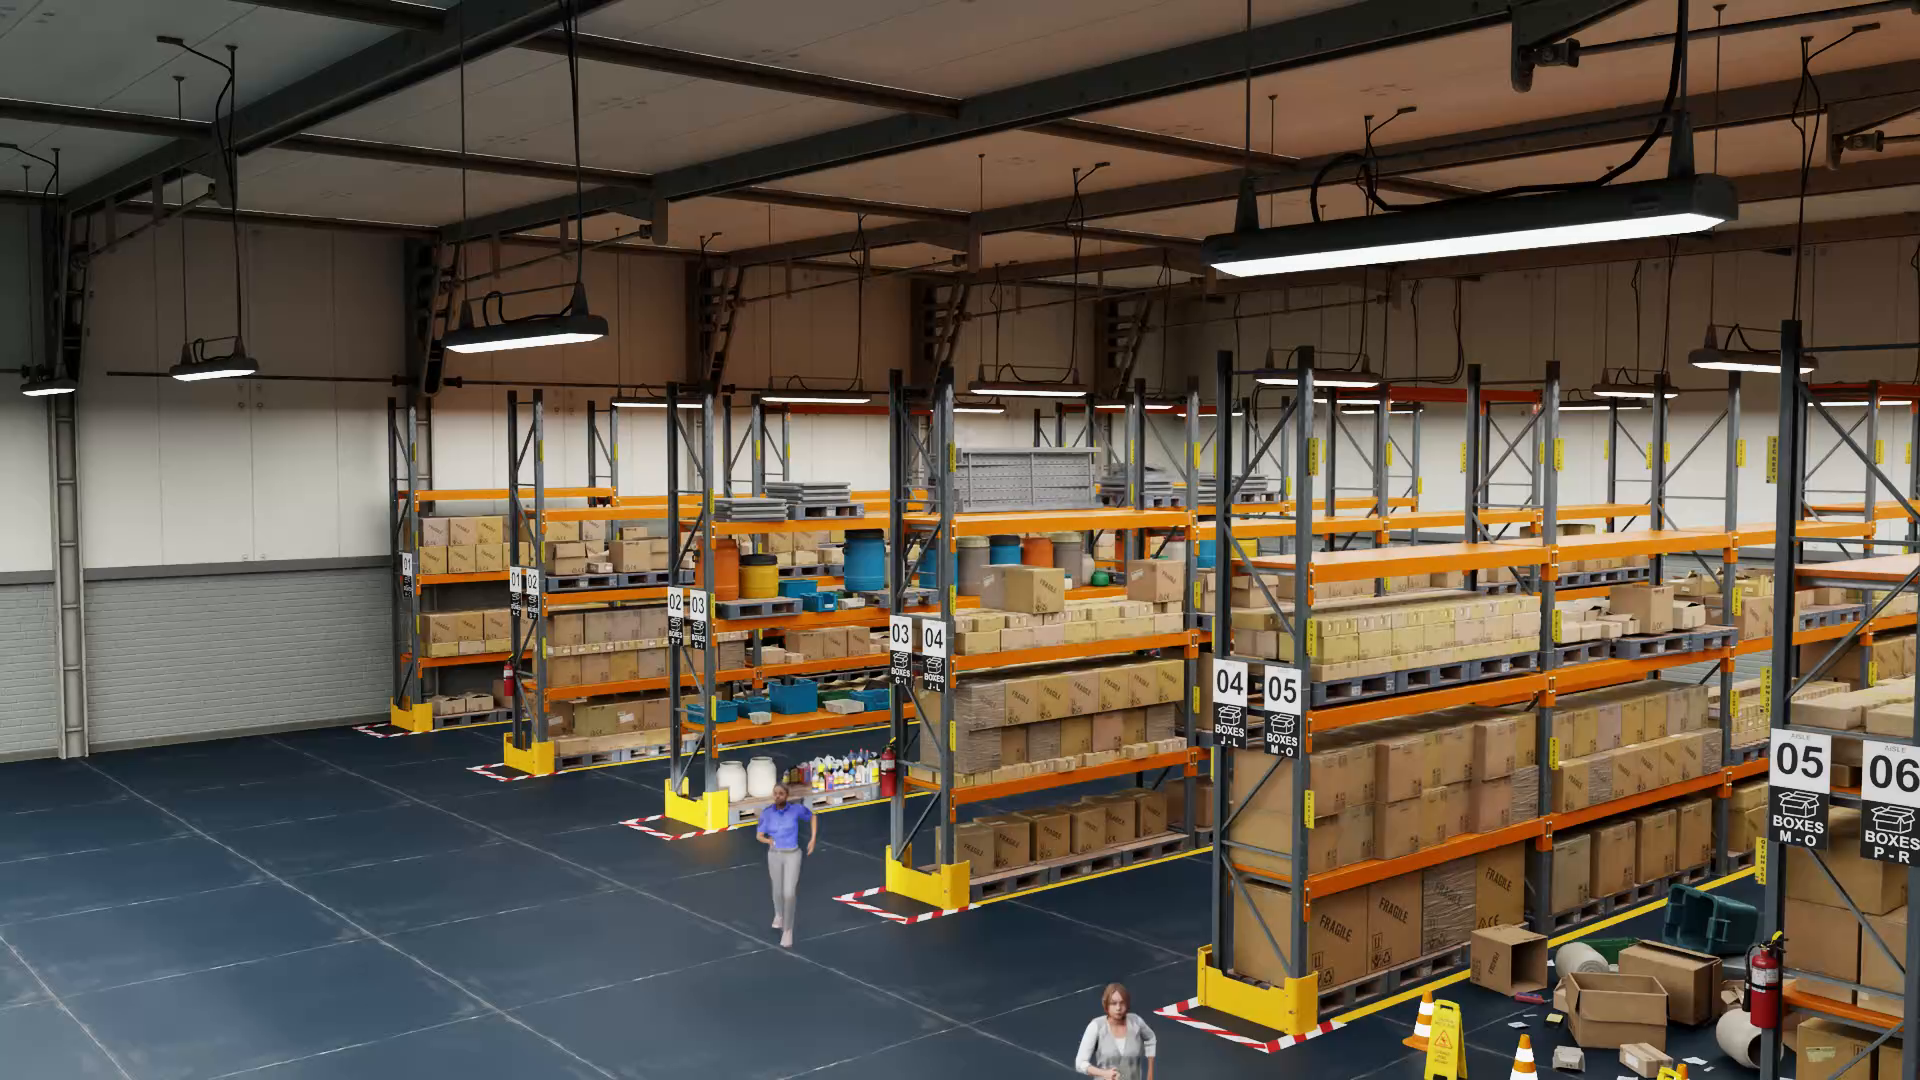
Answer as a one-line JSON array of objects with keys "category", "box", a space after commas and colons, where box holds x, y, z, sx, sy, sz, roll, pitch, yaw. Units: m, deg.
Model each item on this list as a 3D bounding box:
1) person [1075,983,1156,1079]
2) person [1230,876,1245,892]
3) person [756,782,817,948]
[{"category": "person", "box": [1.031, 3.721, 10.950, 0.558, 1.651, 0.717, 0, 3, 0]}, {"category": "person", "box": [3.103, 3.253, 17.508, 0.655, 1.803, 0.721, 3, 4, 37]}, {"category": "person", "box": [-1.803, 3.338, 17.254, 0.586, 1.693, 0.879, 0, 3, 6]}]
